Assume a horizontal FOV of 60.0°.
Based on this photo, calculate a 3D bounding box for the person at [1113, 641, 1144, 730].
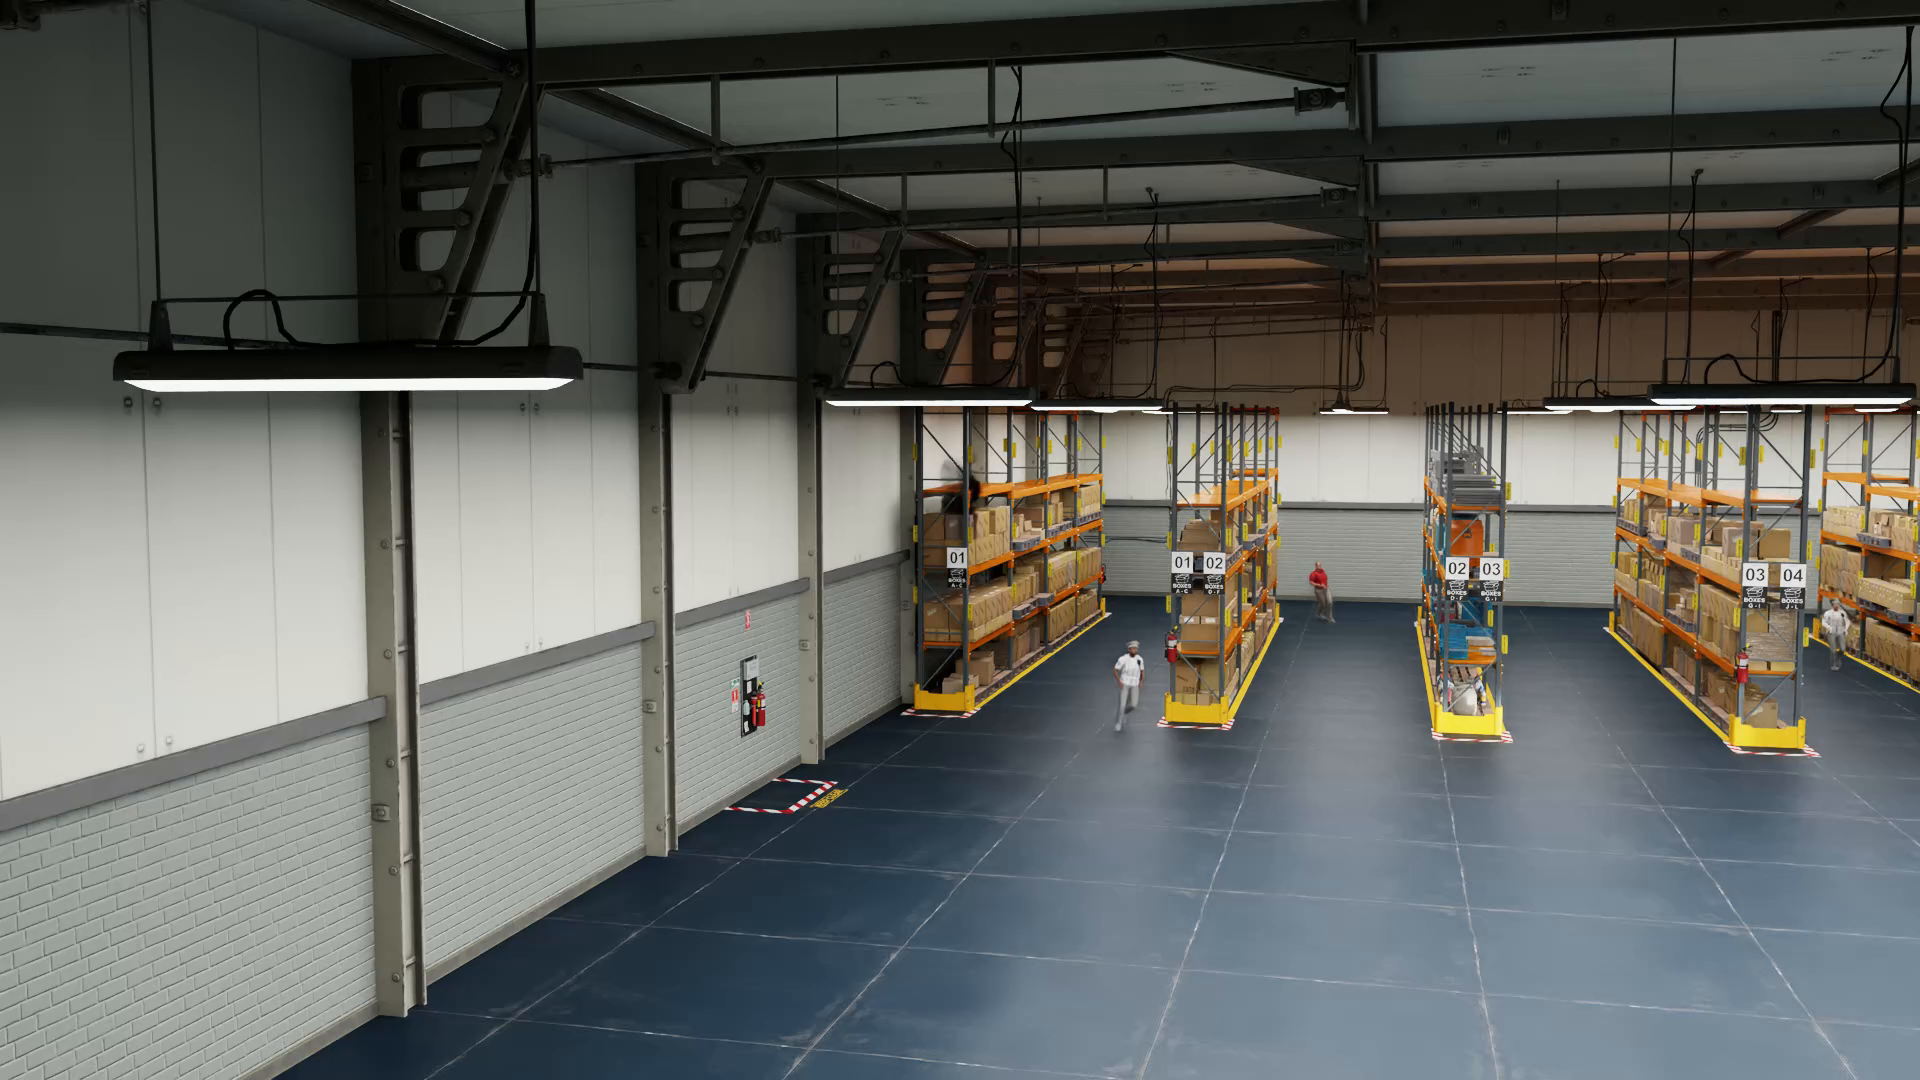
[{"bbox_3d":[3.126,2.665,30.500,0.627,1.642,0.505,-1,4,-11],"label":"person"}]

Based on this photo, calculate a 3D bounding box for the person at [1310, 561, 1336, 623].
[{"bbox_3d":[10.076,1.465,46.582,0.697,1.743,0.748,-2,5,-29],"label":"person"}]

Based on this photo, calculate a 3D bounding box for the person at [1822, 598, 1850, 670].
[{"bbox_3d":[19.751,2.123,37.461,0.589,1.653,0.528,1,4,17],"label":"person"}]
